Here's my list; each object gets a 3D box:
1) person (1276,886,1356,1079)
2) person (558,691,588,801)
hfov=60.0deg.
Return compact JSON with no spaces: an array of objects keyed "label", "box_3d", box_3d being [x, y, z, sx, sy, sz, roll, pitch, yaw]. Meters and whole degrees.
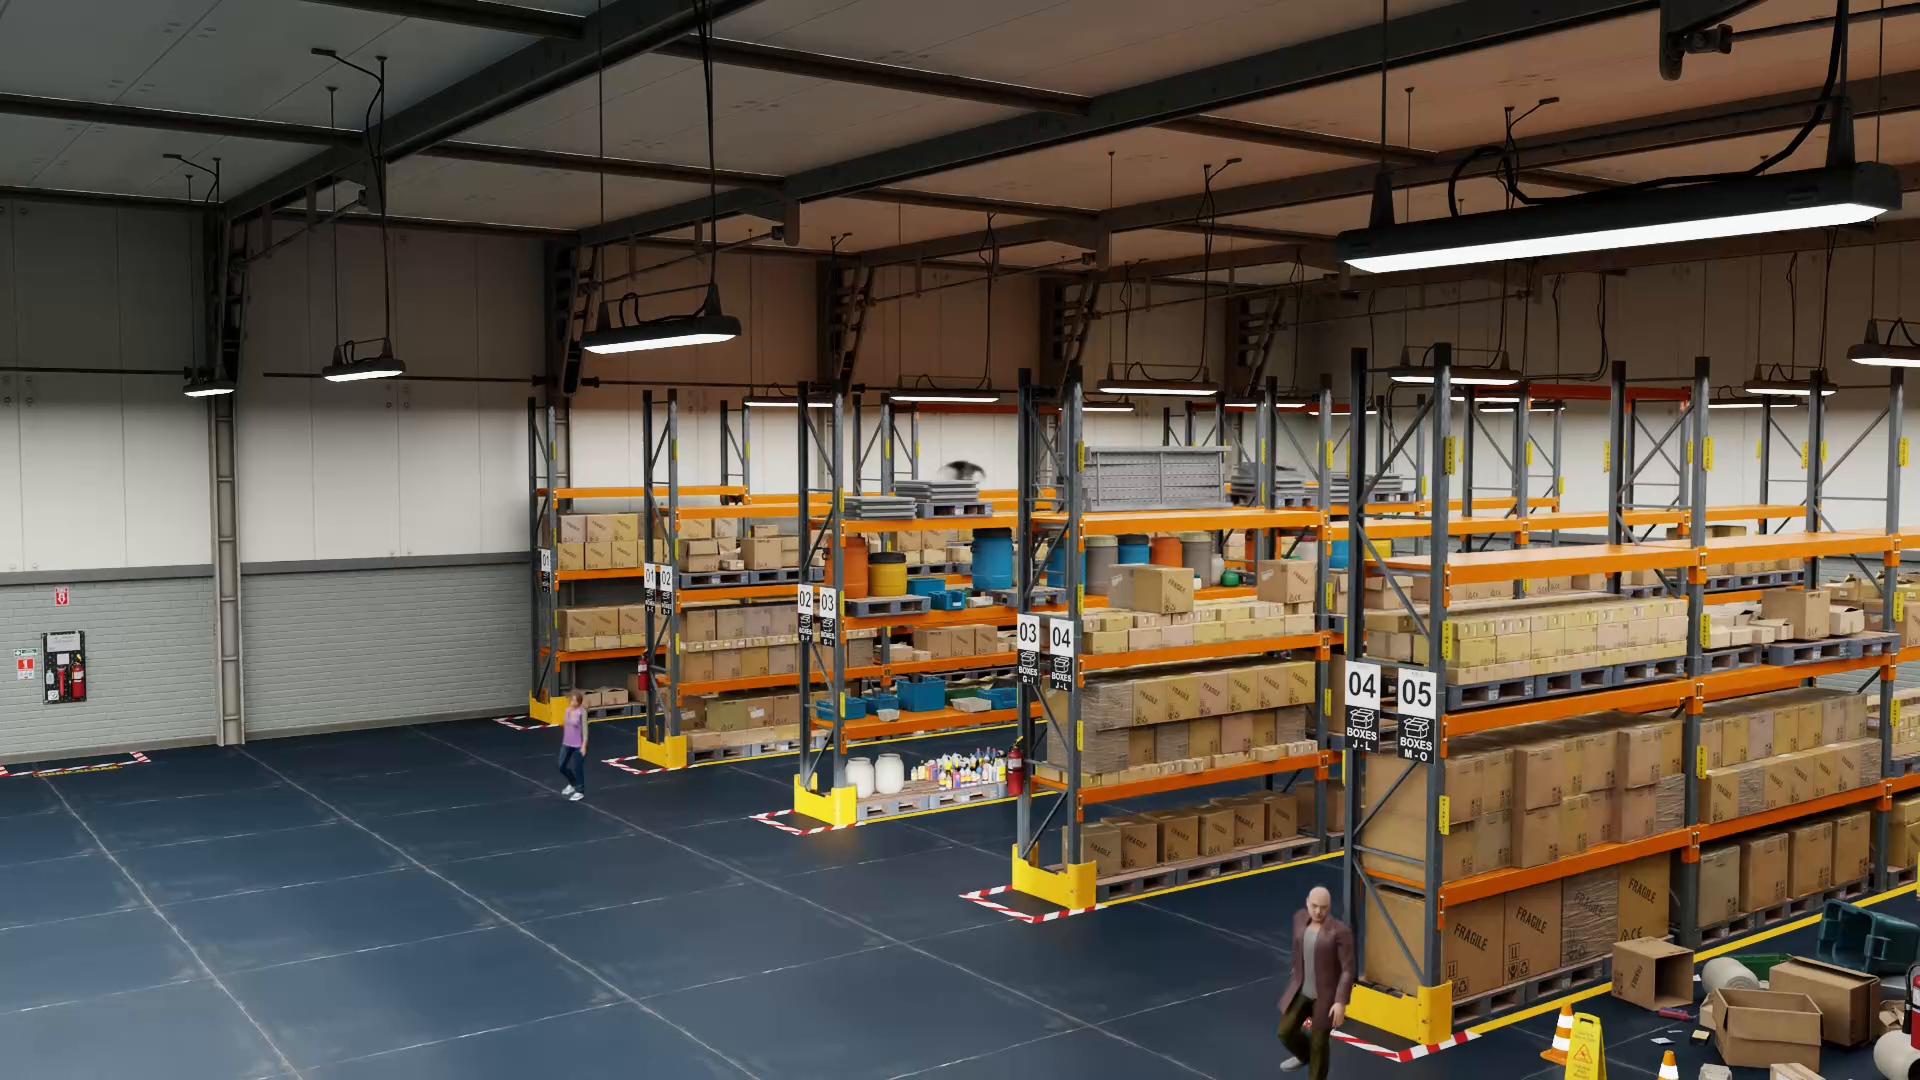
[{"label":"person","box_3d":[2.804,3.530,13.063,0.745,1.737,0.593,3,4,39]},{"label":"person","box_3d":[-5.532,2.967,23.878,0.505,1.551,0.411,1,4,18]}]
